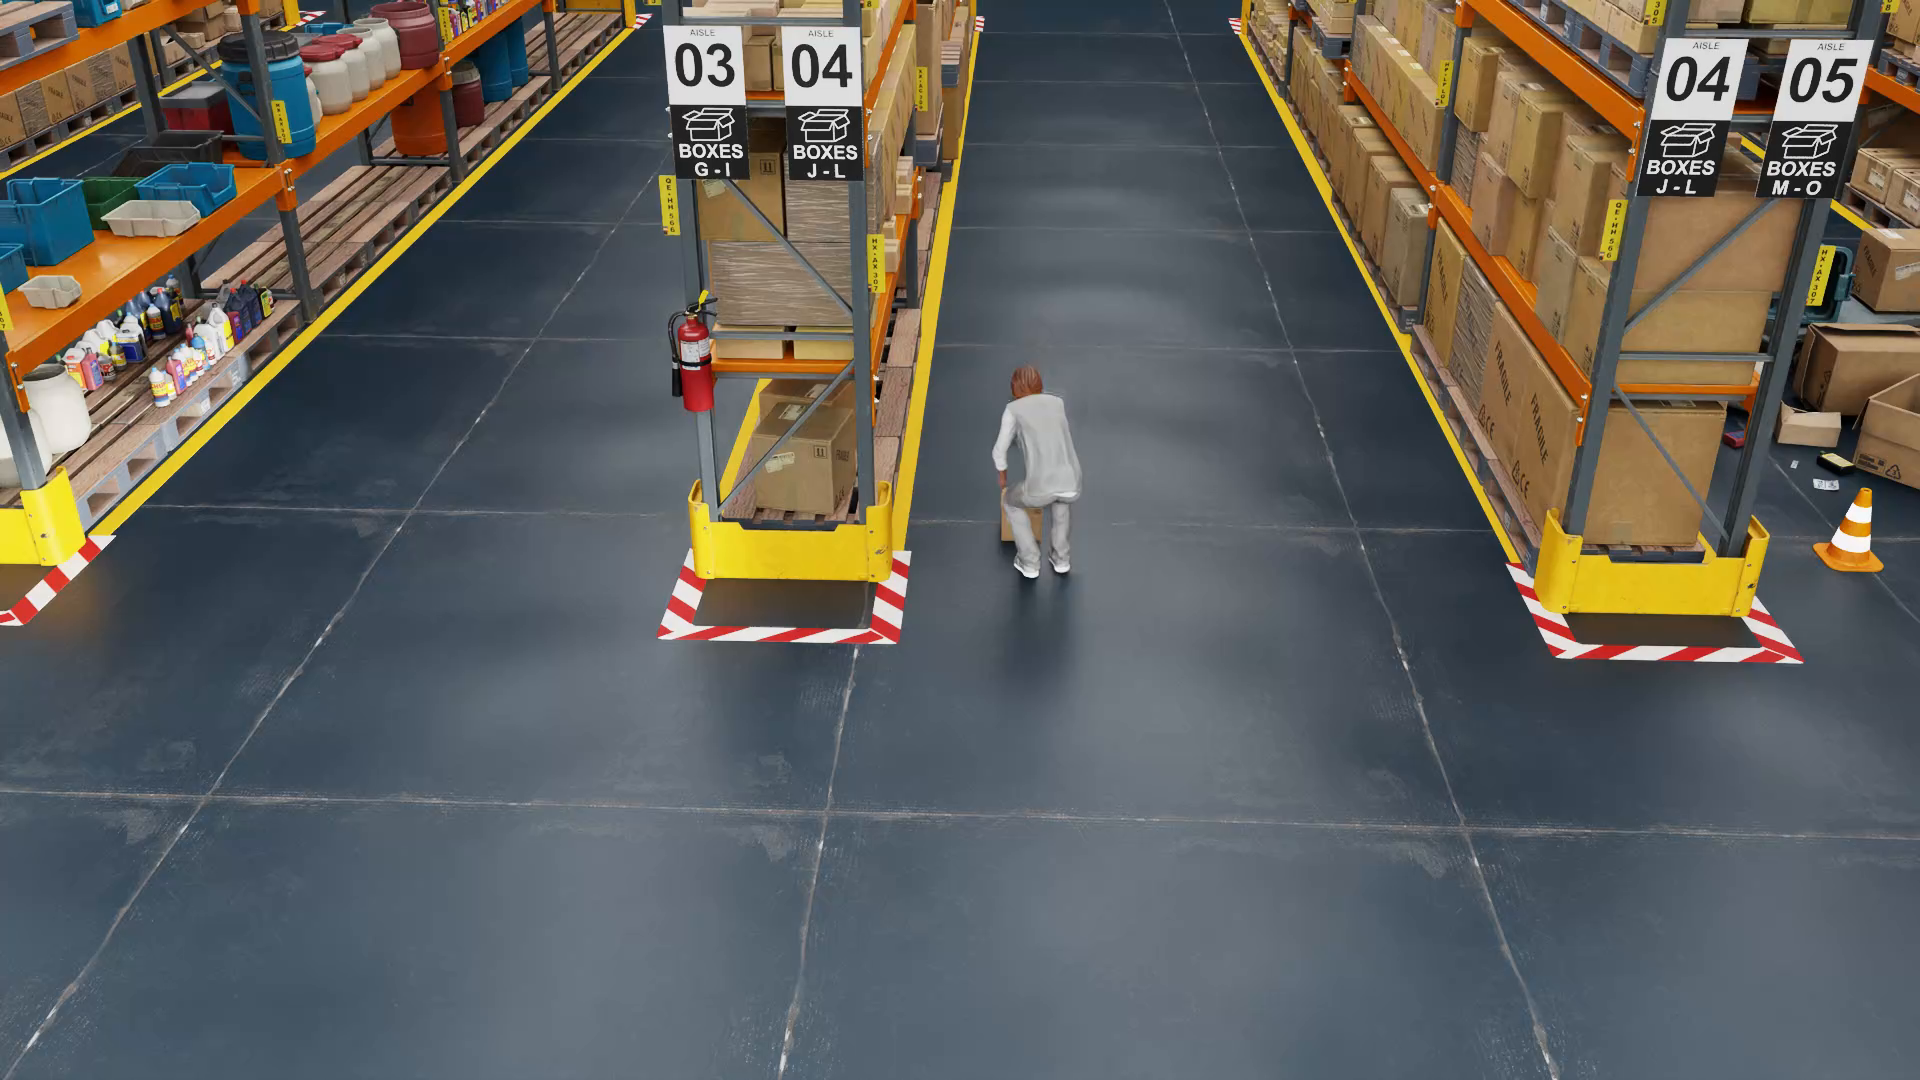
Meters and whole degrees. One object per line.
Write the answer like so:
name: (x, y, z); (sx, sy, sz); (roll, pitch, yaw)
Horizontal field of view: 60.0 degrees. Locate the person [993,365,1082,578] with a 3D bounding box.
person: (0.450, -0.372, 9.759); (0.461, 1.186, 0.713); (-7, 29, -12)
